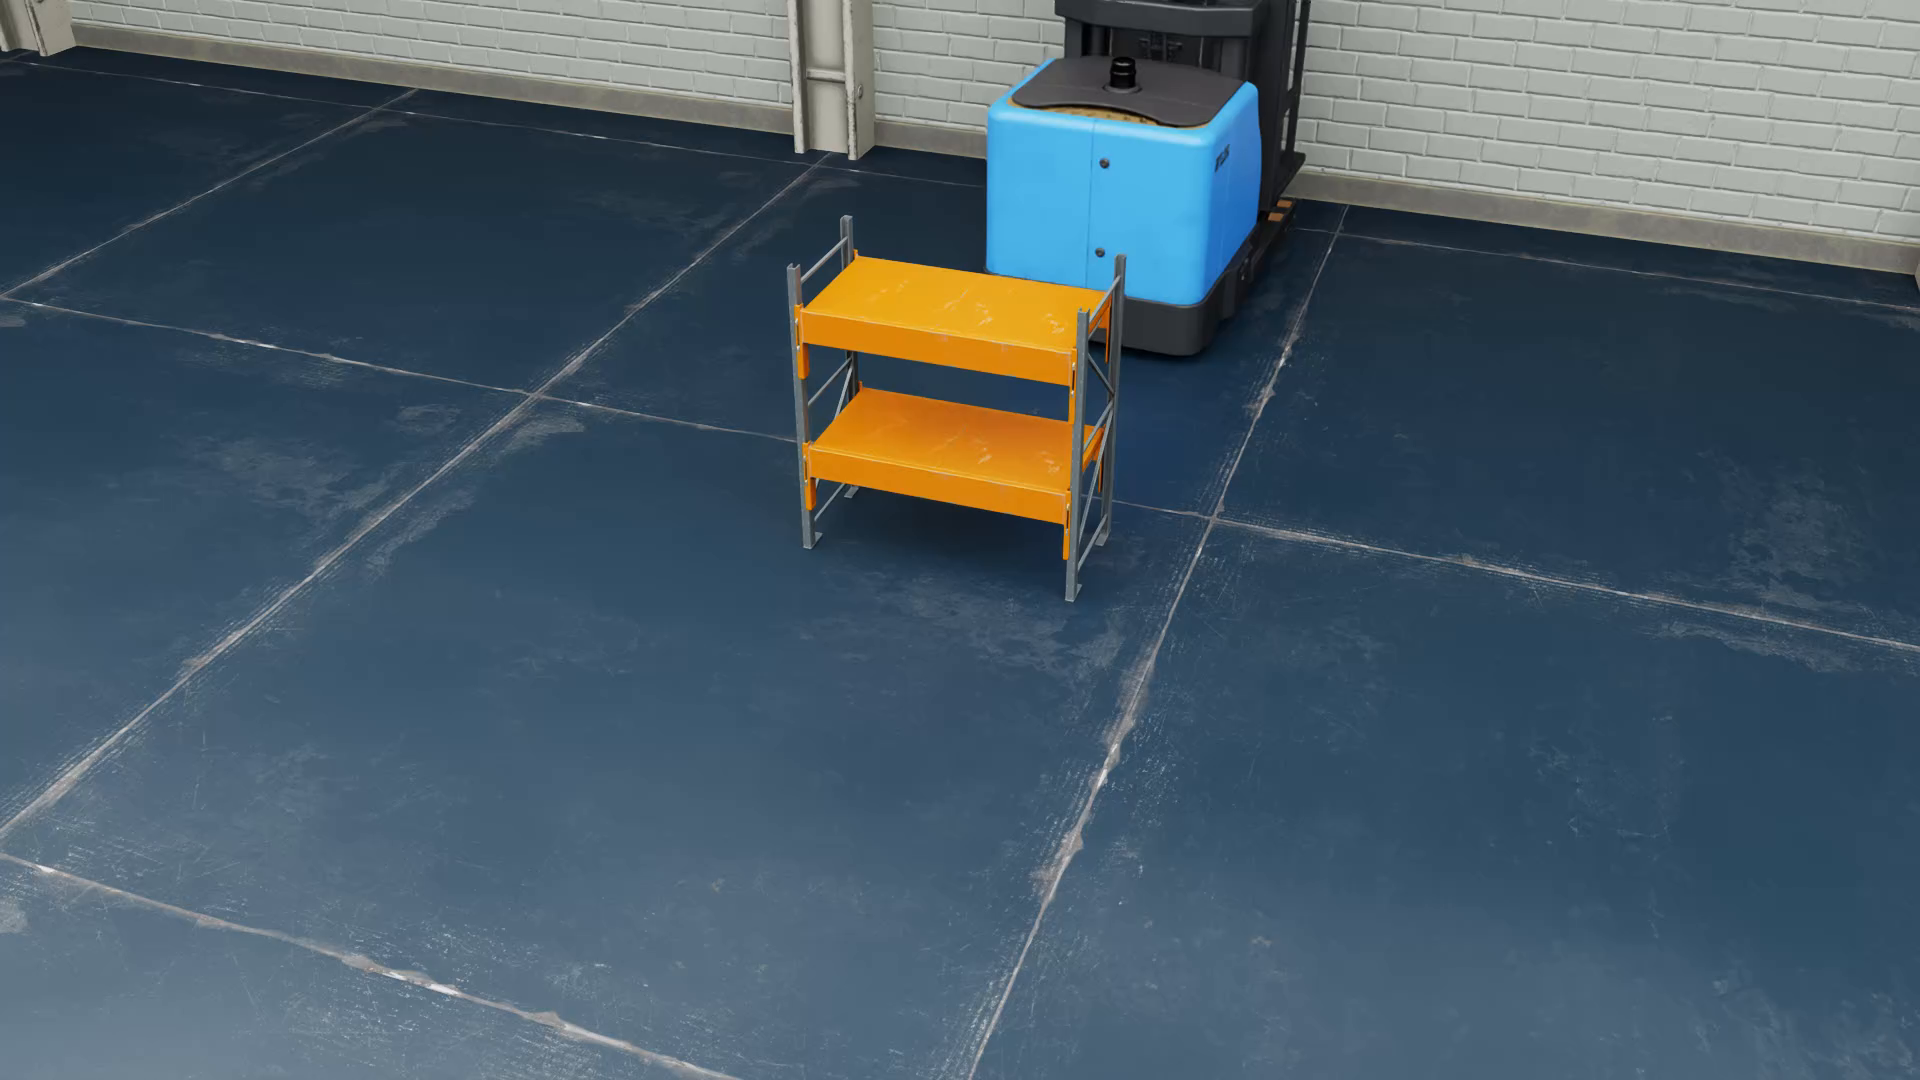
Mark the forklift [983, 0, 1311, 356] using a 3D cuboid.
[{"bbox_3d":[1.137,-2.838,7.943,1.130,2.935,3.031,13,35,19],"label":"forklift"}]

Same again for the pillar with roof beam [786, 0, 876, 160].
[{"bbox_3d":[-2.188,-3.906,4.003,0.400,9.000,9.100,11,34,16],"label":"pillar with roof beam"}]

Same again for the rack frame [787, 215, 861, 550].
[{"bbox_3d":[-0.485,-0.567,6.091,0.032,1.125,0.500,11,34,16],"label":"rack frame"}]

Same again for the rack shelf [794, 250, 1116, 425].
[{"bbox_3d":[-0.006,-0.720,5.788,1.000,0.278,0.538,11,34,16],"label":"rack shelf"}]

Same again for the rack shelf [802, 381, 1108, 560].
[{"bbox_3d":[-0.006,-0.268,6.079,1.000,0.278,0.538,11,34,16],"label":"rack shelf"}]

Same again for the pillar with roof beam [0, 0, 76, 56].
[{"bbox_3d":[-7.836,-5.004,5.703,0.400,9.000,9.100,11,34,16],"label":"pillar with roof beam"}]

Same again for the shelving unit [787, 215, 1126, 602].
[{"bbox_3d":[-0.006,-0.474,5.947,1.048,1.125,0.538,11,34,16],"label":"shelving unit"}]

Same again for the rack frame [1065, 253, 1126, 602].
[{"bbox_3d":[0.472,-0.381,5.803,0.032,1.125,0.500,11,34,16],"label":"rack frame"}]

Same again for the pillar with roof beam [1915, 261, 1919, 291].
[{"bbox_3d":[3.460,-2.808,2.302,0.400,9.000,9.100,11,34,16],"label":"pillar with roof beam"}]
